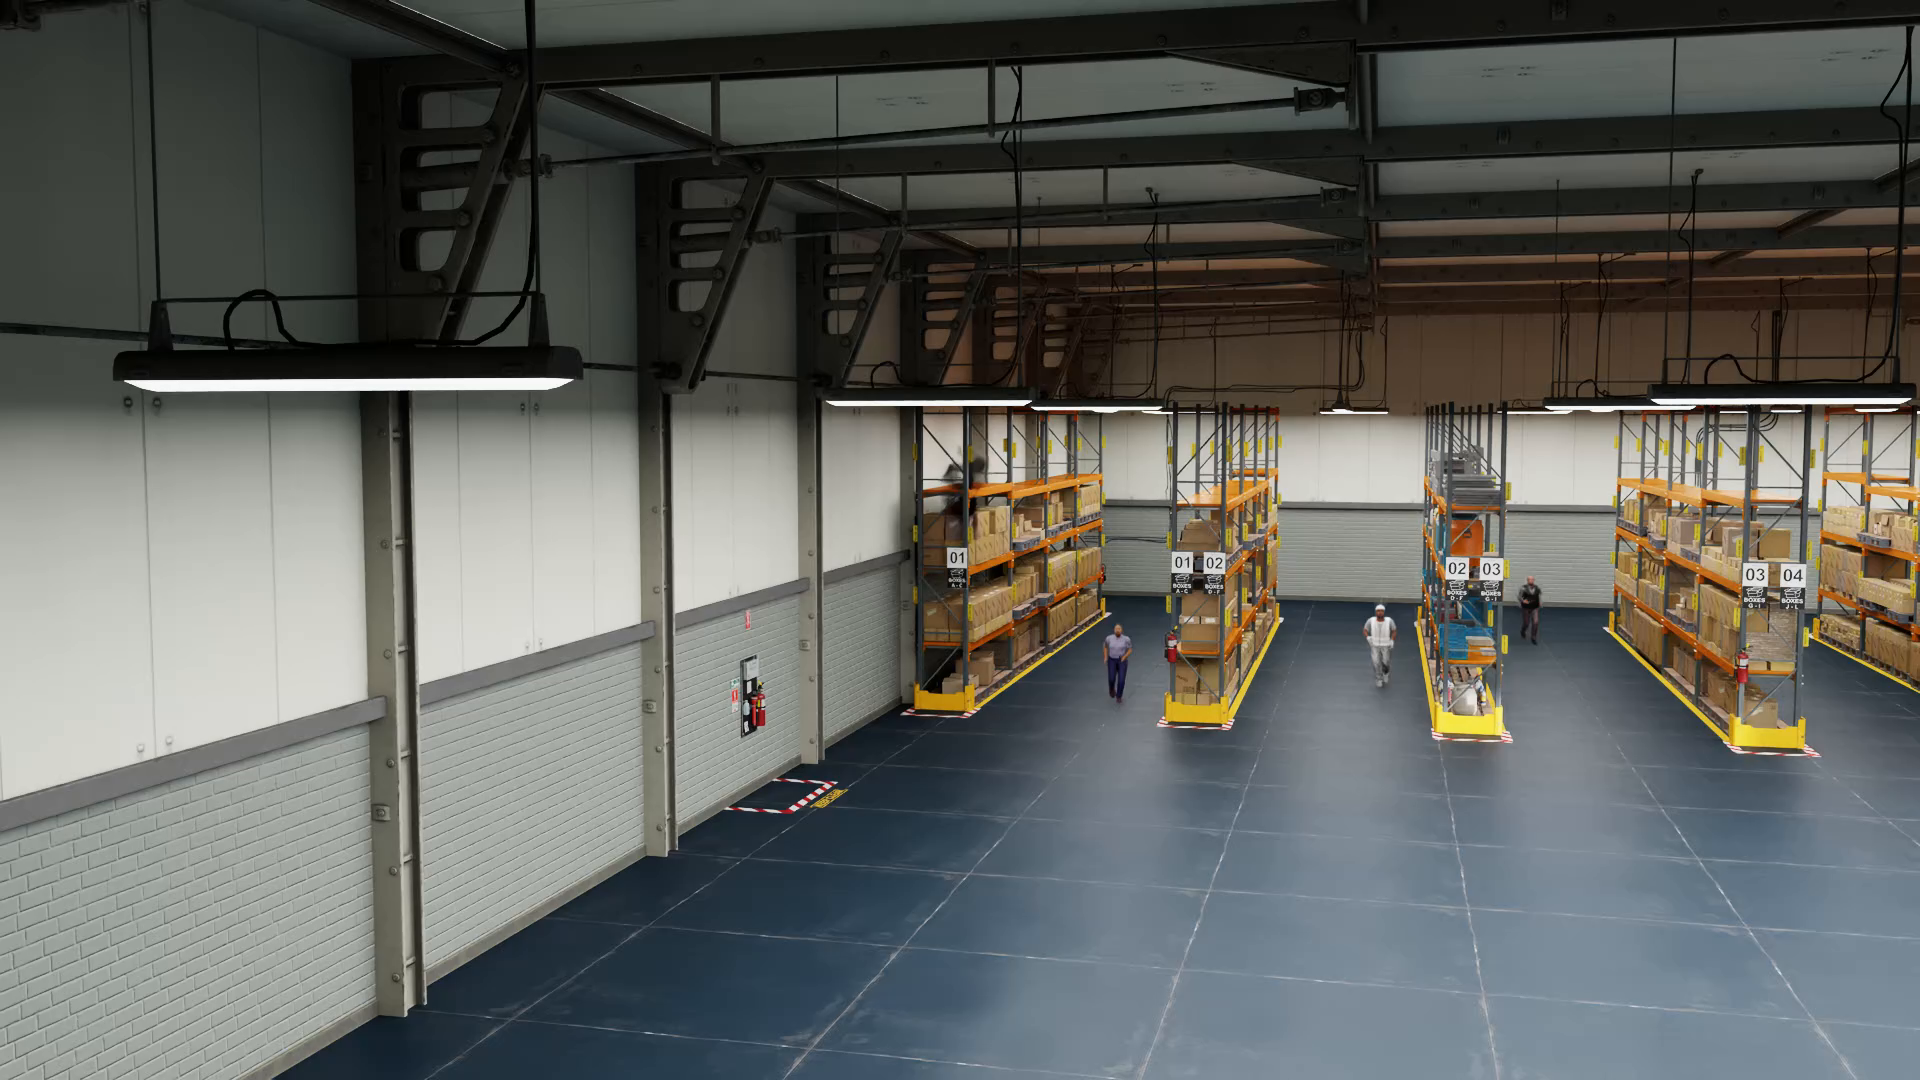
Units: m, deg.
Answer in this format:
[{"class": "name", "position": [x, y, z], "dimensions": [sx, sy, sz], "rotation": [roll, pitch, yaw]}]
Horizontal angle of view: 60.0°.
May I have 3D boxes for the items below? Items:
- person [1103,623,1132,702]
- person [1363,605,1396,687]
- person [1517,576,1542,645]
[{"class": "person", "position": [3.146, 2.473, 33.286], "dimensions": [0.592, 1.585, 0.580], "rotation": [1, 4, 7]}, {"class": "person", "position": [8.893, 2.243, 35.268], "dimensions": [0.686, 1.743, 0.581], "rotation": [1, 4, 16]}, {"class": "person", "position": [14.483, 1.757, 42.284], "dimensions": [0.653, 1.726, 0.908], "rotation": [0, 4, 5]}]
